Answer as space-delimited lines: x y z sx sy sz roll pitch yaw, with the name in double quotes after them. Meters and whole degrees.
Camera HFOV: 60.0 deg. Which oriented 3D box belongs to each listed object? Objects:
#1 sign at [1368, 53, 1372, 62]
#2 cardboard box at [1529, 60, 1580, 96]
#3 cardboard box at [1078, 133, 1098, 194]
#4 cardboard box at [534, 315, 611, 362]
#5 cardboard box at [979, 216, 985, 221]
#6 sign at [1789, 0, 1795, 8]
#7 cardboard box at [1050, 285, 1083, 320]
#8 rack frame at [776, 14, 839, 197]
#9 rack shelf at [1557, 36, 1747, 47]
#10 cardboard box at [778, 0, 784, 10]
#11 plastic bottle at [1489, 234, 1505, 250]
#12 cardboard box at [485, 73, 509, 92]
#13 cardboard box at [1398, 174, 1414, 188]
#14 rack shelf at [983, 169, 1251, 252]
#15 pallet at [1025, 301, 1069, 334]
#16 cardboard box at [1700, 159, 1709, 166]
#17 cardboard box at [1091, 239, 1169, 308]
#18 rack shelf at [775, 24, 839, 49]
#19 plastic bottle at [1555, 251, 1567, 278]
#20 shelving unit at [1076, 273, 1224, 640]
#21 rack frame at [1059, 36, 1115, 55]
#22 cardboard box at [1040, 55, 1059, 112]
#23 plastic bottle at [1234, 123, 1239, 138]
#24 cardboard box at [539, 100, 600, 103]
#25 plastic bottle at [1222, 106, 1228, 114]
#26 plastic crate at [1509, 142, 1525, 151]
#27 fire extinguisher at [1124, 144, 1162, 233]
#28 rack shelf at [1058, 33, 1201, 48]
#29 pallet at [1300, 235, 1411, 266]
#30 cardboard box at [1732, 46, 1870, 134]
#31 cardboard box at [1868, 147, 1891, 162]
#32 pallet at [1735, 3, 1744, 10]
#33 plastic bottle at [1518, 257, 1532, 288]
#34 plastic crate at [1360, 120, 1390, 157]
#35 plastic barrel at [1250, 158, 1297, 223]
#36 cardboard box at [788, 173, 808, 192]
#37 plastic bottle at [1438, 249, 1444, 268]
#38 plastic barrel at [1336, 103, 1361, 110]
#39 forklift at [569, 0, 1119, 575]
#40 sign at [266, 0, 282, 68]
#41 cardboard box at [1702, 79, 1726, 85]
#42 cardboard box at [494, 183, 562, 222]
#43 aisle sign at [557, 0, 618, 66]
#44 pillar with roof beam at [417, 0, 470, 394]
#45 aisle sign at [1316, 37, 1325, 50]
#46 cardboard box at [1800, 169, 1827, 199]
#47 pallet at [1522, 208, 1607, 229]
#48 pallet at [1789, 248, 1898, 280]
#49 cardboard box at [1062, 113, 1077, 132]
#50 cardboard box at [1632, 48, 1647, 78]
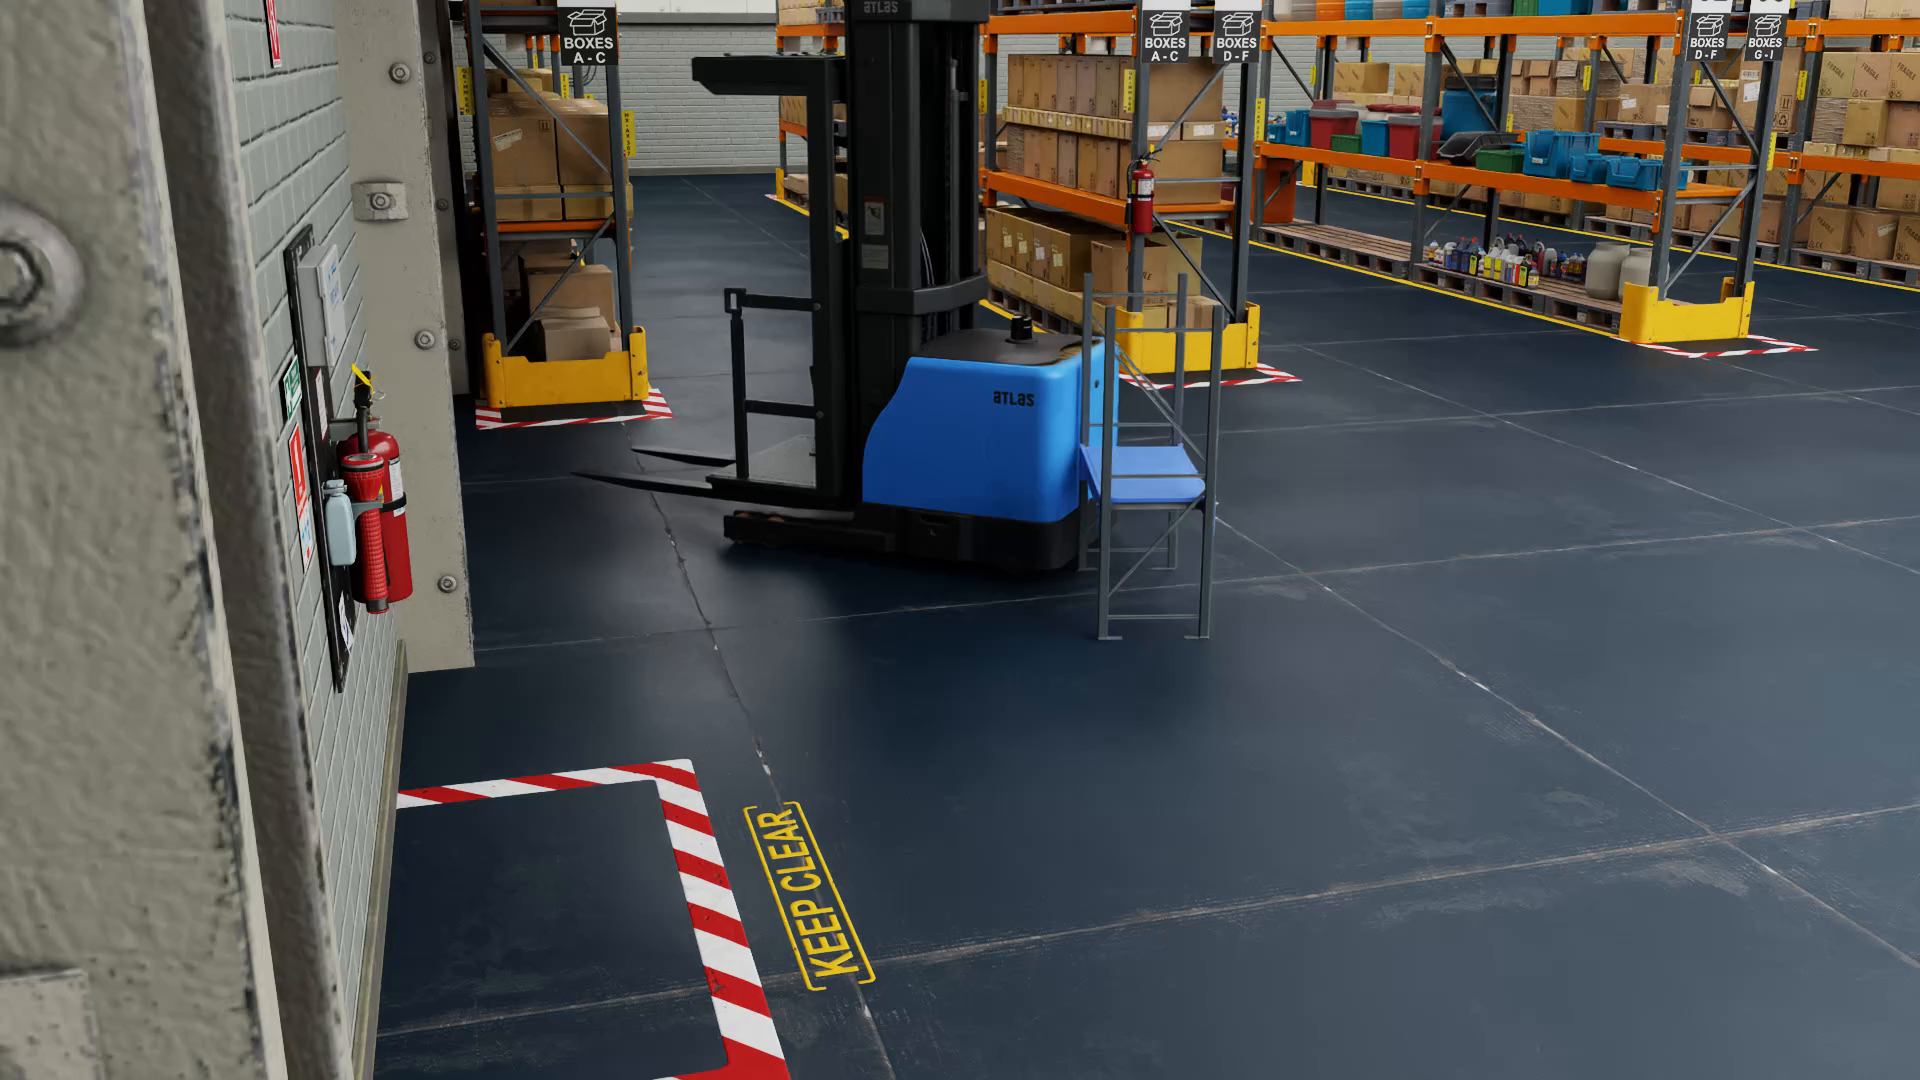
7.502 -8.778 30.535 0.100 0.325 0.005 -5 17 -15 "sign"
8.813 -6.770 24.359 0.797 0.503 0.637 -4 17 -14 "cardboard box"
1.452 -3.324 14.628 0.700 0.500 0.500 -5 17 -15 "cardboard box"
-3.018 -1.592 12.946 0.500 0.311 0.500 -7 18 -22 "cardboard box"
0.213 -3.355 17.981 0.500 0.311 0.500 -4 17 -14 "cardboard box"
7.142 -4.737 14.277 0.100 0.325 0.005 -5 17 -15 "sign"
1.128 -2.148 14.937 0.500 0.250 0.500 -5 17 -15 "cardboard box"
-2.549 -7.289 28.002 1.000 3.000 0.127 -5 17 -15 "rack frame"
12.323 -8.974 29.649 1.077 0.370 4.000 -5 17 -15 "rack shelf"
-2.658 -8.730 26.979 0.500 0.250 0.500 -5 17 -15 "cardboard box"
5.828 -3.135 18.015 0.144 0.351 0.185 -5 17 -15 "plastic bottle"
-5.487 -5.347 19.509 0.500 0.250 0.500 -4 17 -14 "cardboard box"
7.972 -6.337 27.797 0.875 0.875 0.875 -5 17 -15 "cardboard box"
1.298 -3.071 15.214 1.077 0.370 4.000 -5 17 -15 "rack shelf"
1.266 -2.072 15.484 1.003 0.211 1.213 -5 17 -15 "pallet"
12.977 -6.561 28.771 0.380 0.149 0.250 -4 17 -13 "cardboard box"
1.414 -2.231 13.911 0.500 0.500 0.500 -5 17 -15 "cardboard box"
-2.000 -7.827 25.832 1.077 0.370 4.000 -5 17 -15 "rack shelf"
6.236 -2.862 17.244 0.097 0.271 0.097 0 17 0 "plastic bottle"
0.857 -0.421 7.746 0.538 1.500 1.048 0 17 -1 "shelving unit"
2.214 -7.679 29.302 1.000 3.000 0.127 -5 17 -15 "rack frame"
1.154 -4.238 15.418 0.700 0.500 0.500 -5 17 -15 "cardboard box"
3.787 -5.573 22.638 0.097 0.201 0.097 0 17 0 "plastic bottle"
-3.443 -3.630 14.743 0.500 0.500 0.500 -5 17 -16 "cardboard box"
3.932 -6.270 24.696 0.144 0.351 0.185 -5 17 -15 "plastic bottle"
6.077 -4.004 17.326 0.499 0.251 0.616 -5 17 -15 "plastic crate"
1.434 -2.756 13.049 0.296 0.674 0.183 -5 17 -15 "fire extinguisher"
2.764 -8.218 27.133 1.077 0.370 4.000 -5 17 -15 "rack shelf"
4.920 -3.577 20.492 1.003 0.211 1.213 -5 17 -15 "pallet"
10.191 -5.471 20.178 1.000 1.000 1.000 -5 17 -15 "cardboard box"
10.303 -4.270 18.389 0.380 0.149 0.250 -5 17 -15 "cardboard box"
9.919 -6.564 20.702 1.213 0.211 1.003 -5 17 -15 "pallet"
5.636 -2.667 16.575 0.061 0.283 0.133 -4 17 -14 "plastic bottle"
4.910 -4.633 19.188 0.392 0.384 0.575 -5 17 -15 "plastic crate"
4.262 -4.762 22.633 0.600 0.830 0.708 -5 17 -15 "plastic barrel"
-2.535 -5.871 27.299 0.500 0.250 0.500 -5 17 -15 "cardboard box"
5.234 -3.051 17.995 0.097 0.201 0.097 0 17 0 "plastic bottle"
4.901 -5.252 21.028 0.421 0.512 0.421 0 17 0 "plastic barrel"
-0.709 -1.490 8.816 3.031 2.935 1.130 7 18 23 "forklift"
-1.740 -1.349 4.200 0.001 0.298 0.199 -5 17 -15 "sign"
12.539 -7.549 27.541 0.380 0.149 0.250 -4 17 -12 "cardboard box"
-3.229 -2.522 12.359 0.500 0.250 0.500 -4 17 -14 "cardboard box"
-2.606 -3.719 11.600 0.394 0.787 0.004 -5 17 -15 "aisle sign"
0.201 -5.809 12.648 9.100 9.000 0.400 -5 17 -15 "pillar with roof beam"
6.668 -9.312 30.219 0.394 0.787 0.004 -5 17 -15 "aisle sign"
13.401 -5.531 25.767 0.500 0.500 0.500 -4 17 -13 "cardboard box"
9.031 -4.746 24.386 1.003 0.211 1.213 -5 17 -15 "pallet"
10.493 -3.233 19.348 1.003 0.211 1.213 -5 17 -15 "pallet"
1.131 -3.741 14.890 0.380 0.149 0.250 -5 17 -16 "cardboard box"
12.209 -8.392 29.245 0.500 0.500 0.500 -4 17 -14 "cardboard box"
